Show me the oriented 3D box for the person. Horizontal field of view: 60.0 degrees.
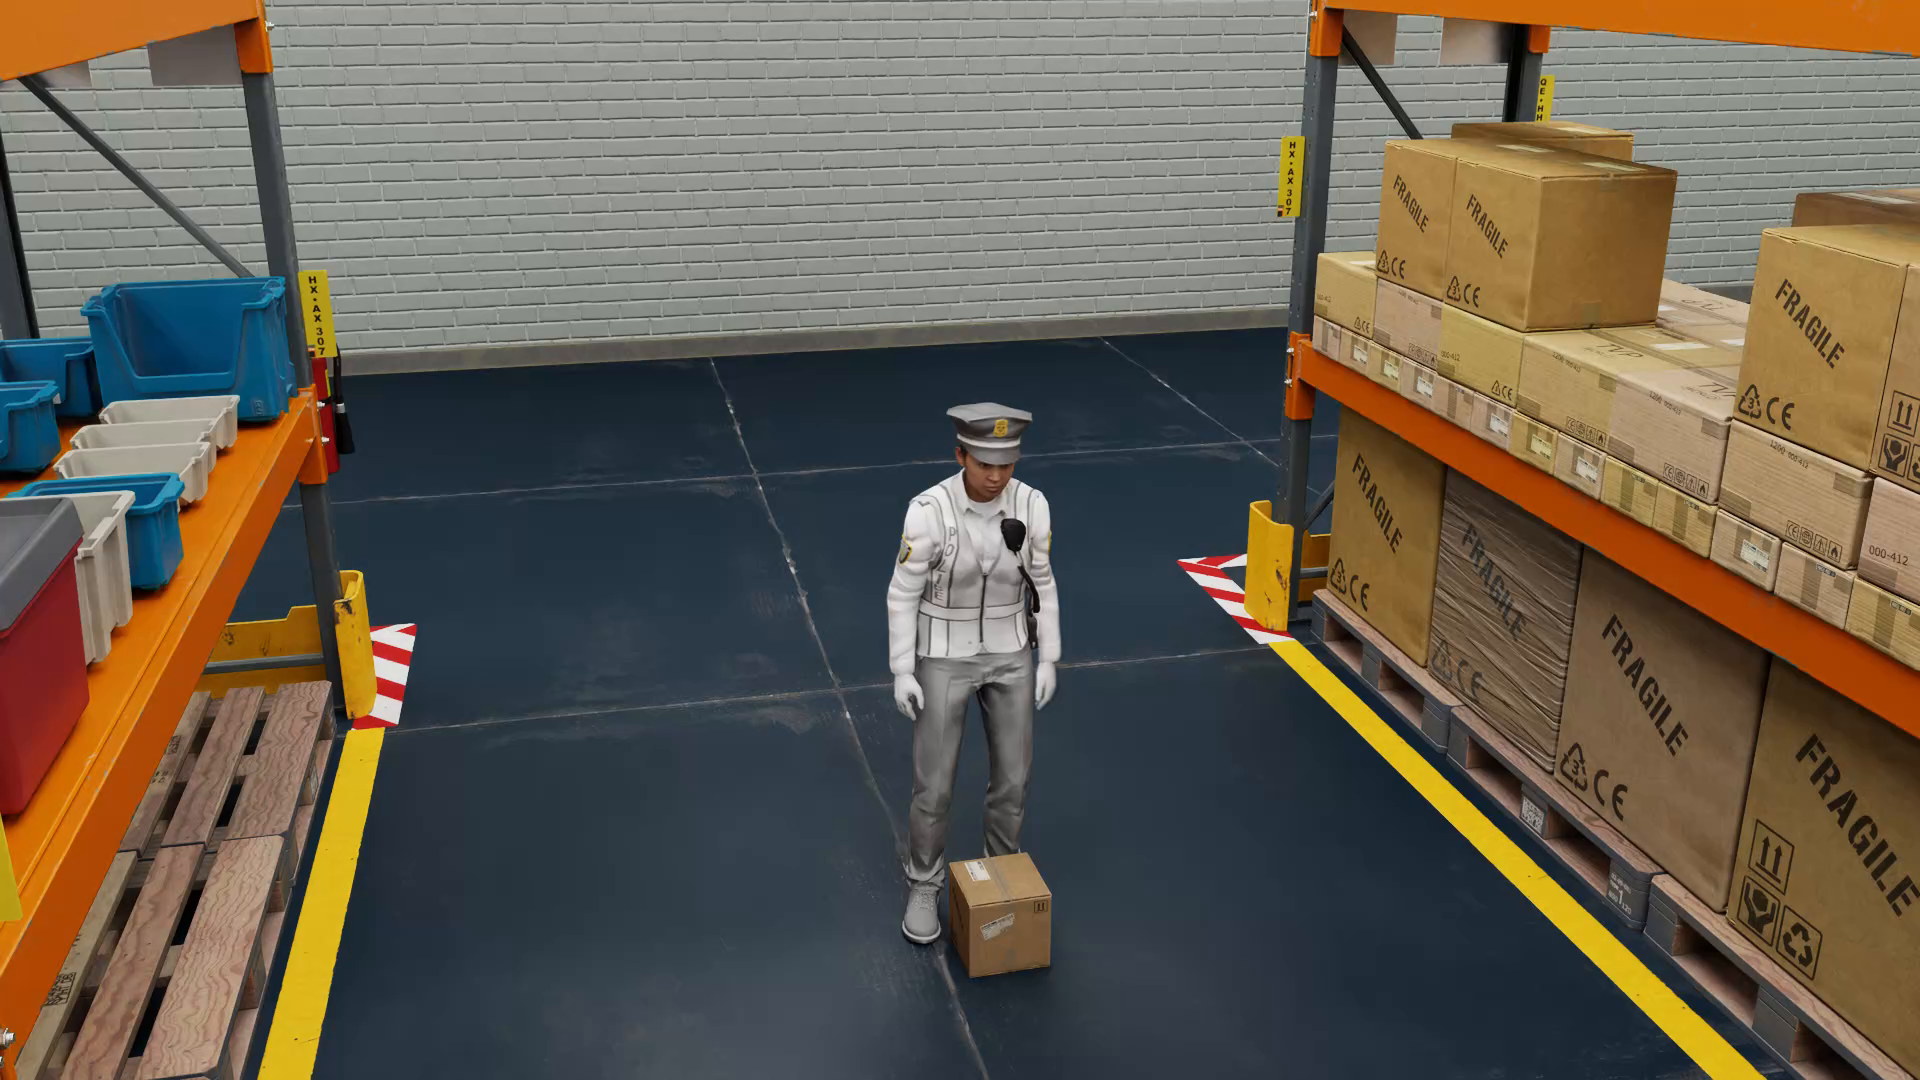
[{"bbox_3d":[0.048,0.385,4.993,0.527,1.663,0.375,-5,20,-13],"label":"person"}]
